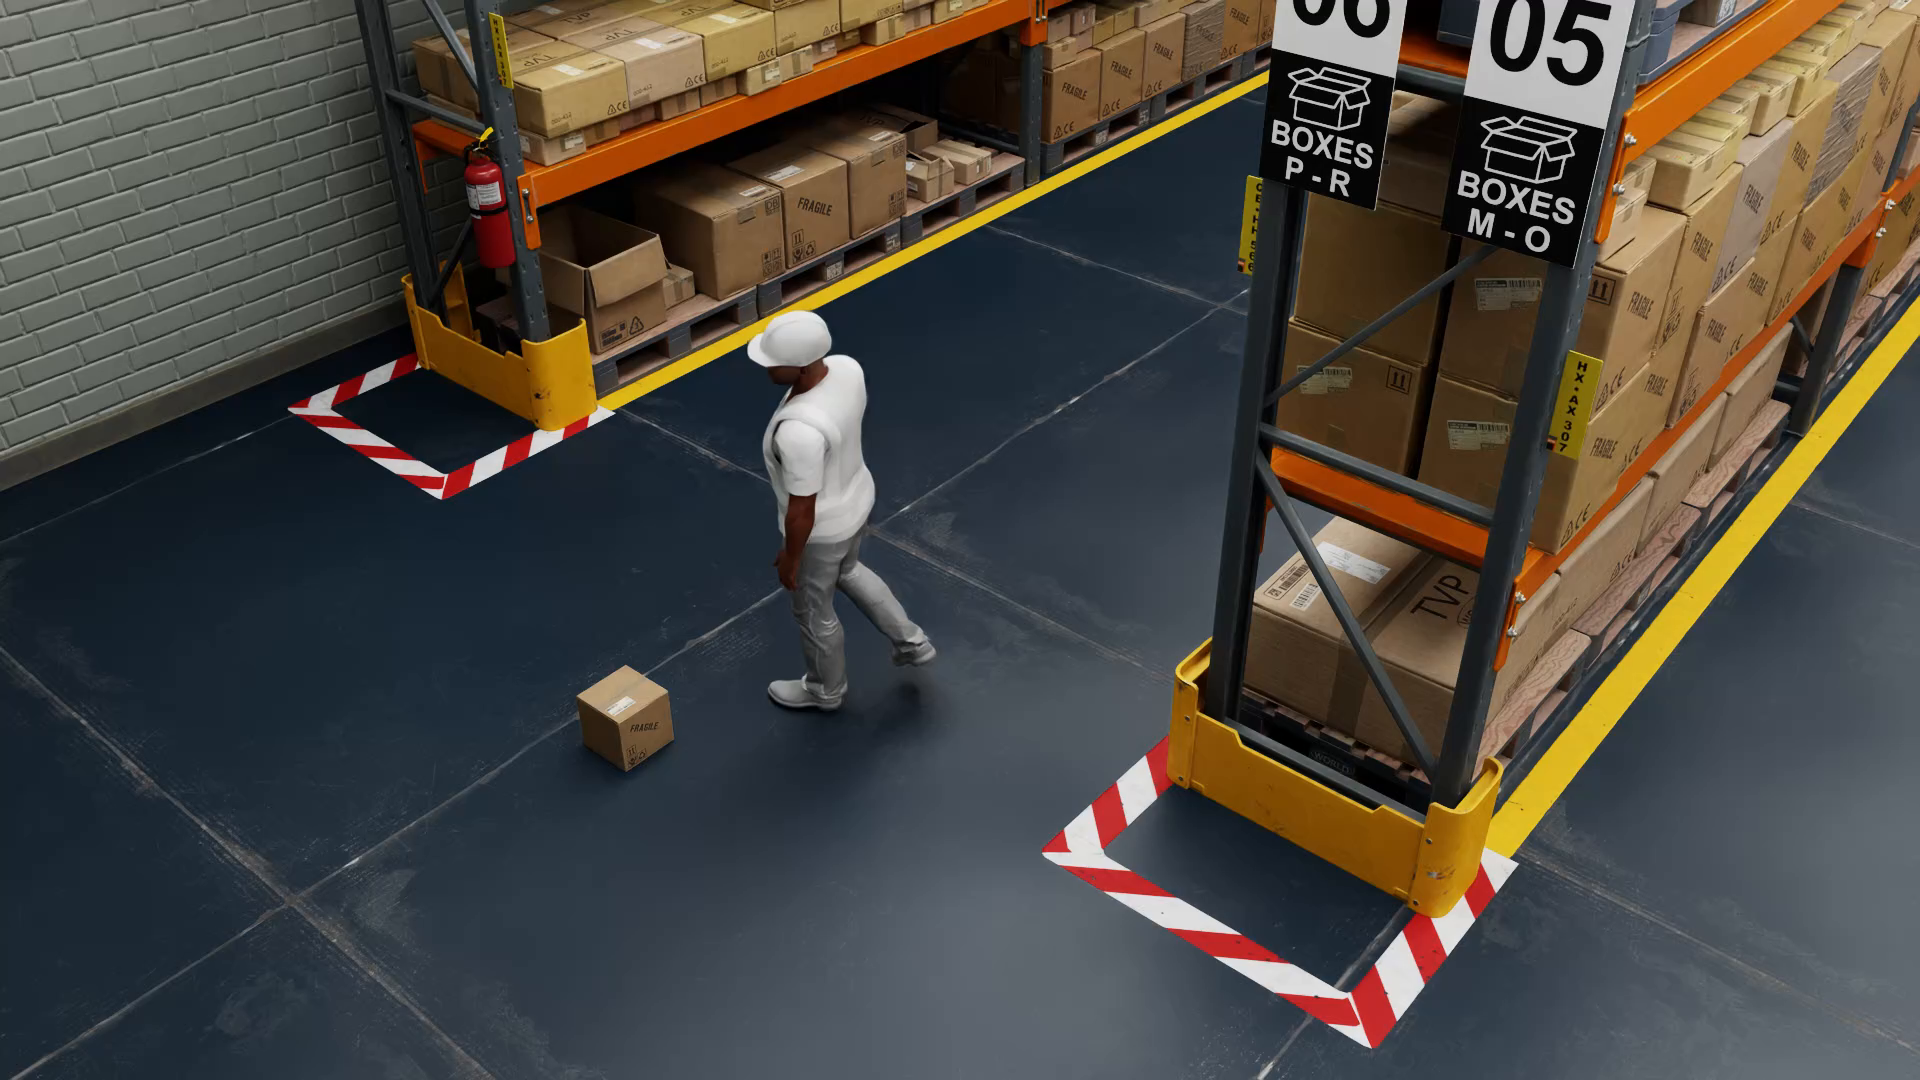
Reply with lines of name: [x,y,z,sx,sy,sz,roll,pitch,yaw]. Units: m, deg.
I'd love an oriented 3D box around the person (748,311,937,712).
person: [-0.443,-0.076,6.207,0.654,1.766,0.599,11,36,15]
